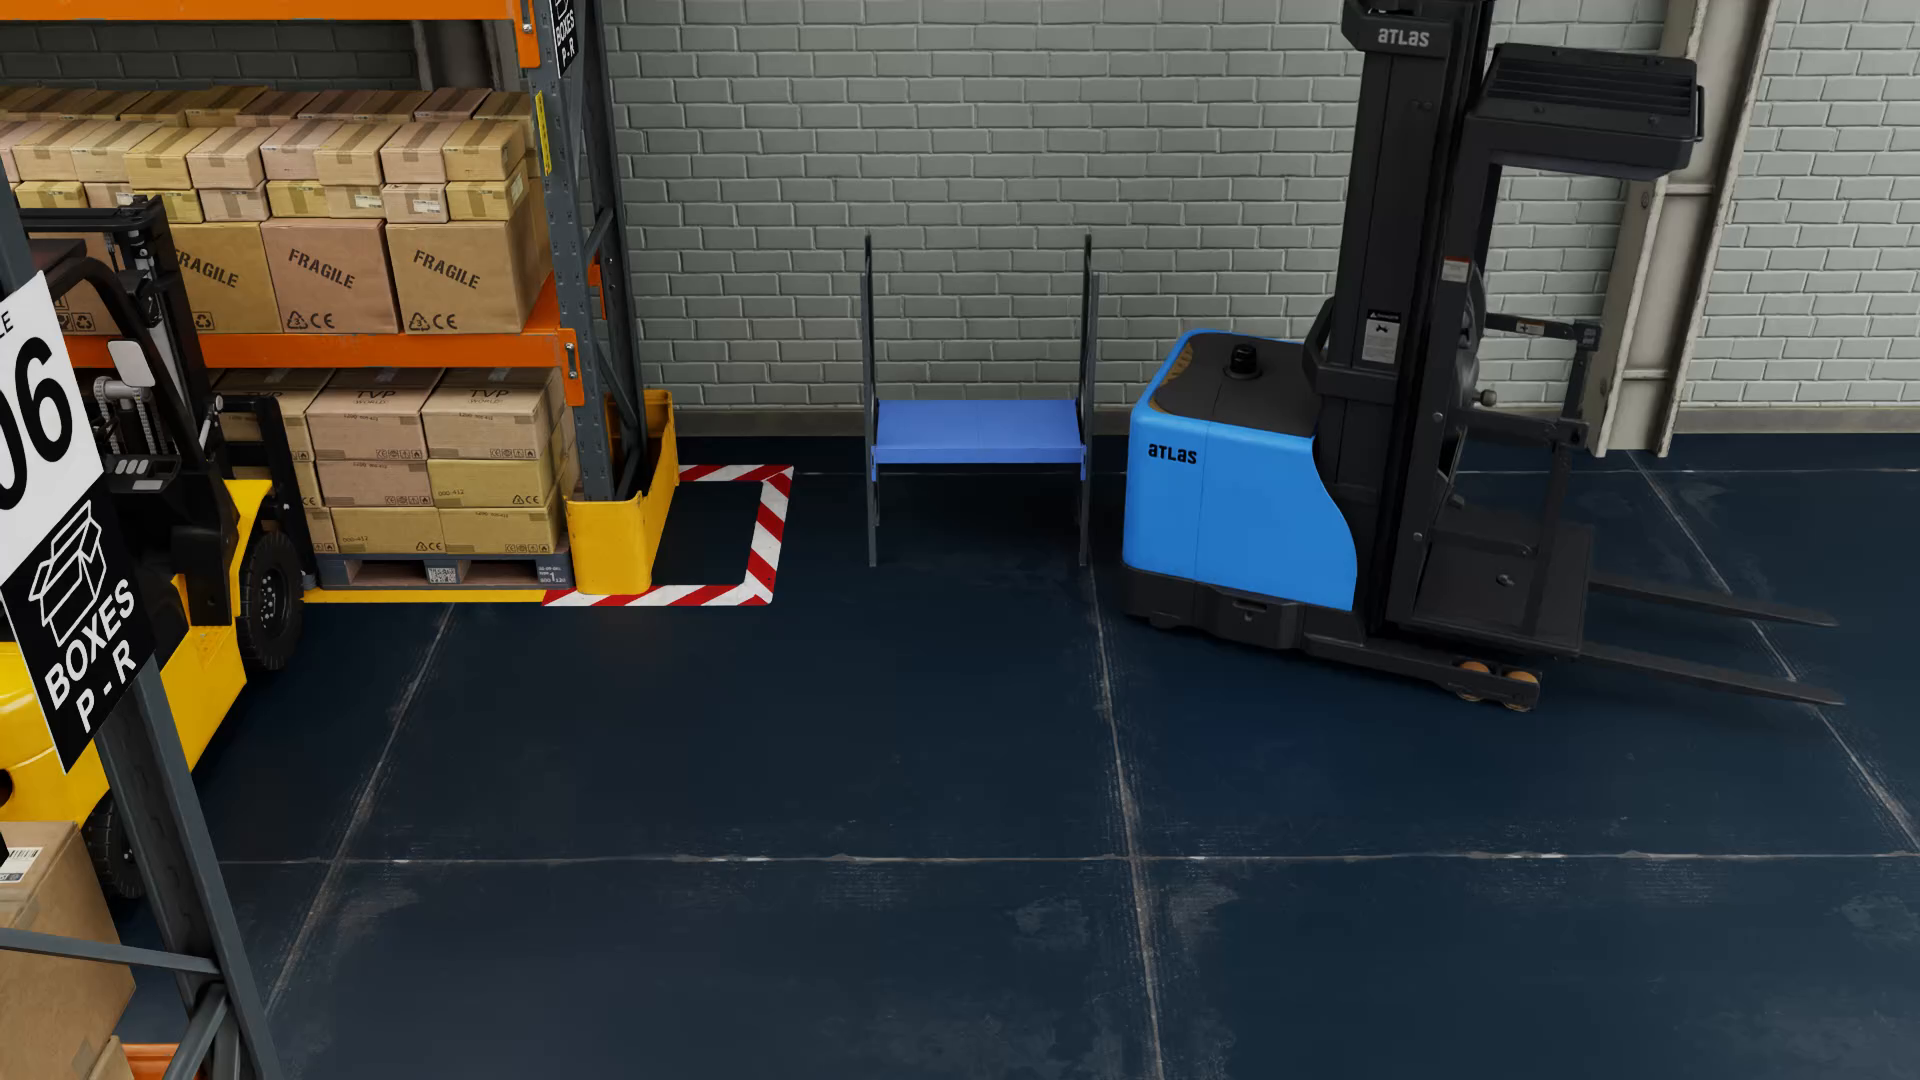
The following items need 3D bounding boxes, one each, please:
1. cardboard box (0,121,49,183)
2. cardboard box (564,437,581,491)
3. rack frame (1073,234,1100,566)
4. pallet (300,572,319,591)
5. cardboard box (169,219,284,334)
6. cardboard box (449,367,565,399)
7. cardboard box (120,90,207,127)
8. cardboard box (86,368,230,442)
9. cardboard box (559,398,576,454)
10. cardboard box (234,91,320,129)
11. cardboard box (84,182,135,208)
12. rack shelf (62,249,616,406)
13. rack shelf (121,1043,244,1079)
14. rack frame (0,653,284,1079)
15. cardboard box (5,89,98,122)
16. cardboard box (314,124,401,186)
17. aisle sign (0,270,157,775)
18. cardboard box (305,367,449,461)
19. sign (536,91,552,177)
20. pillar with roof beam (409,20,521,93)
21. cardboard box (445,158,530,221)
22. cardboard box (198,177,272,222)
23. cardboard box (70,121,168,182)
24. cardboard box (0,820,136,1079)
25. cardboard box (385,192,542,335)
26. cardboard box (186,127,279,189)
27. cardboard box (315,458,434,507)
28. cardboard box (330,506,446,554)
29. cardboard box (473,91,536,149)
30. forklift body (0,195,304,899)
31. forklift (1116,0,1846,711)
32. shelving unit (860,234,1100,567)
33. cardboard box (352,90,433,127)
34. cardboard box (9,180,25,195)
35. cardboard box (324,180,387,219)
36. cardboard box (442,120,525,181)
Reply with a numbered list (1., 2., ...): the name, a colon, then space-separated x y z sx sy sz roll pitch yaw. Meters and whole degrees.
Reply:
1. cardboard box: -4.062 -1.654 7.076 0.250 0.149 0.380 0 31 0
2. cardboard box: -2.163 -0.431 8.314 0.500 0.250 0.500 0 31 0
3. rack frame: 0.594 -0.643 7.864 0.032 1.500 0.500 0 31 0
4. pallet: -3.652 -0.108 8.225 1.213 0.211 1.003 0 31 0
5. cardboard box: -3.193 -1.233 7.295 0.500 0.500 0.500 -1 31 -1
6. cardboard box: -2.153 -0.855 8.049 0.500 0.250 0.500 -1 31 -1
7. cardboard box: -3.555 -1.894 7.471 0.250 0.149 0.380 0 31 0
8. cardboard box: -3.651 -0.586 7.606 0.500 0.250 0.500 -1 31 -1
9. cardboard box: -2.142 -0.651 8.195 0.500 0.250 0.500 0 31 1
10. cardboard box: -3.045 -1.886 7.458 0.250 0.149 0.380 1 31 1
11. cardboard box: -3.549 -1.530 7.158 0.250 0.149 0.380 0 31 -1
12. rack shelf: -3.671 -1.013 7.722 4.000 0.370 1.077 0 31 0
13. rack shelf: -3.637 1.562 3.478 4.000 0.370 1.077 0 31 0
14. rack frame: -1.637 1.248 3.302 0.127 3.000 1.000 0 31 0
15. cardboard box: -4.073 -1.907 7.492 0.250 0.149 0.380 -1 31 -1
16. cardboard box: -2.536 -1.632 7.040 0.250 0.149 0.380 0 31 1
17. aisle sign: -1.577 -0.025 2.893 0.004 0.787 0.394 0 31 0
18. cardboard box: -2.640 -0.590 7.613 0.500 0.250 0.500 0 31 1
19. sign: -1.681 -1.642 6.719 0.005 0.325 0.100 0 31 0
20. pillar with roof beam: -2.347 -2.124 3.076 0.400 9.000 9.100 0 31 0
21. cardboard box: -2.016 -1.501 7.110 0.250 0.149 0.380 0 31 0
22. cardboard box: -3.046 -1.495 7.101 0.250 0.149 0.380 -1 31 -2
23. cardboard box: -3.562 -1.656 7.079 0.250 0.149 0.380 0 31 0
24. cardboard box: -2.112 0.936 3.433 0.500 0.500 0.500 -1 31 -1
25. cardboard box: -2.161 -1.232 7.292 0.500 0.500 0.500 -1 31 -1
26. cardboard box: -3.045 -1.611 7.006 0.250 0.149 0.380 1 31 1
27. cardboard box: -2.657 -0.385 7.757 0.500 0.250 0.500 0 31 -1
28. cardboard box: -2.636 -0.169 7.883 0.500 0.250 0.500 0 31 0
29. cardboard box: -2.008 -1.884 7.455 0.250 0.149 0.380 -1 31 -1
30. forklift body: -3.556 -0.012 6.196 1.214 2.155 2.313 0 31 0
31. forklift: 2.289 -0.841 6.811 3.031 2.935 1.130 11 33 18
32. shelving unit: 0.085 -0.641 7.861 1.048 1.500 0.538 0 31 0
33. cardboard box: -2.534 -1.892 7.469 0.250 0.149 0.380 0 31 1
34. cardboard box: -4.070 -1.488 7.089 0.250 0.149 0.380 -1 31 -2
35. cardboard box: -2.531 -1.515 7.134 0.250 0.149 0.380 0 31 1
36. cardboard box: -2.028 -1.664 7.092 0.250 0.149 0.380 0 31 0
